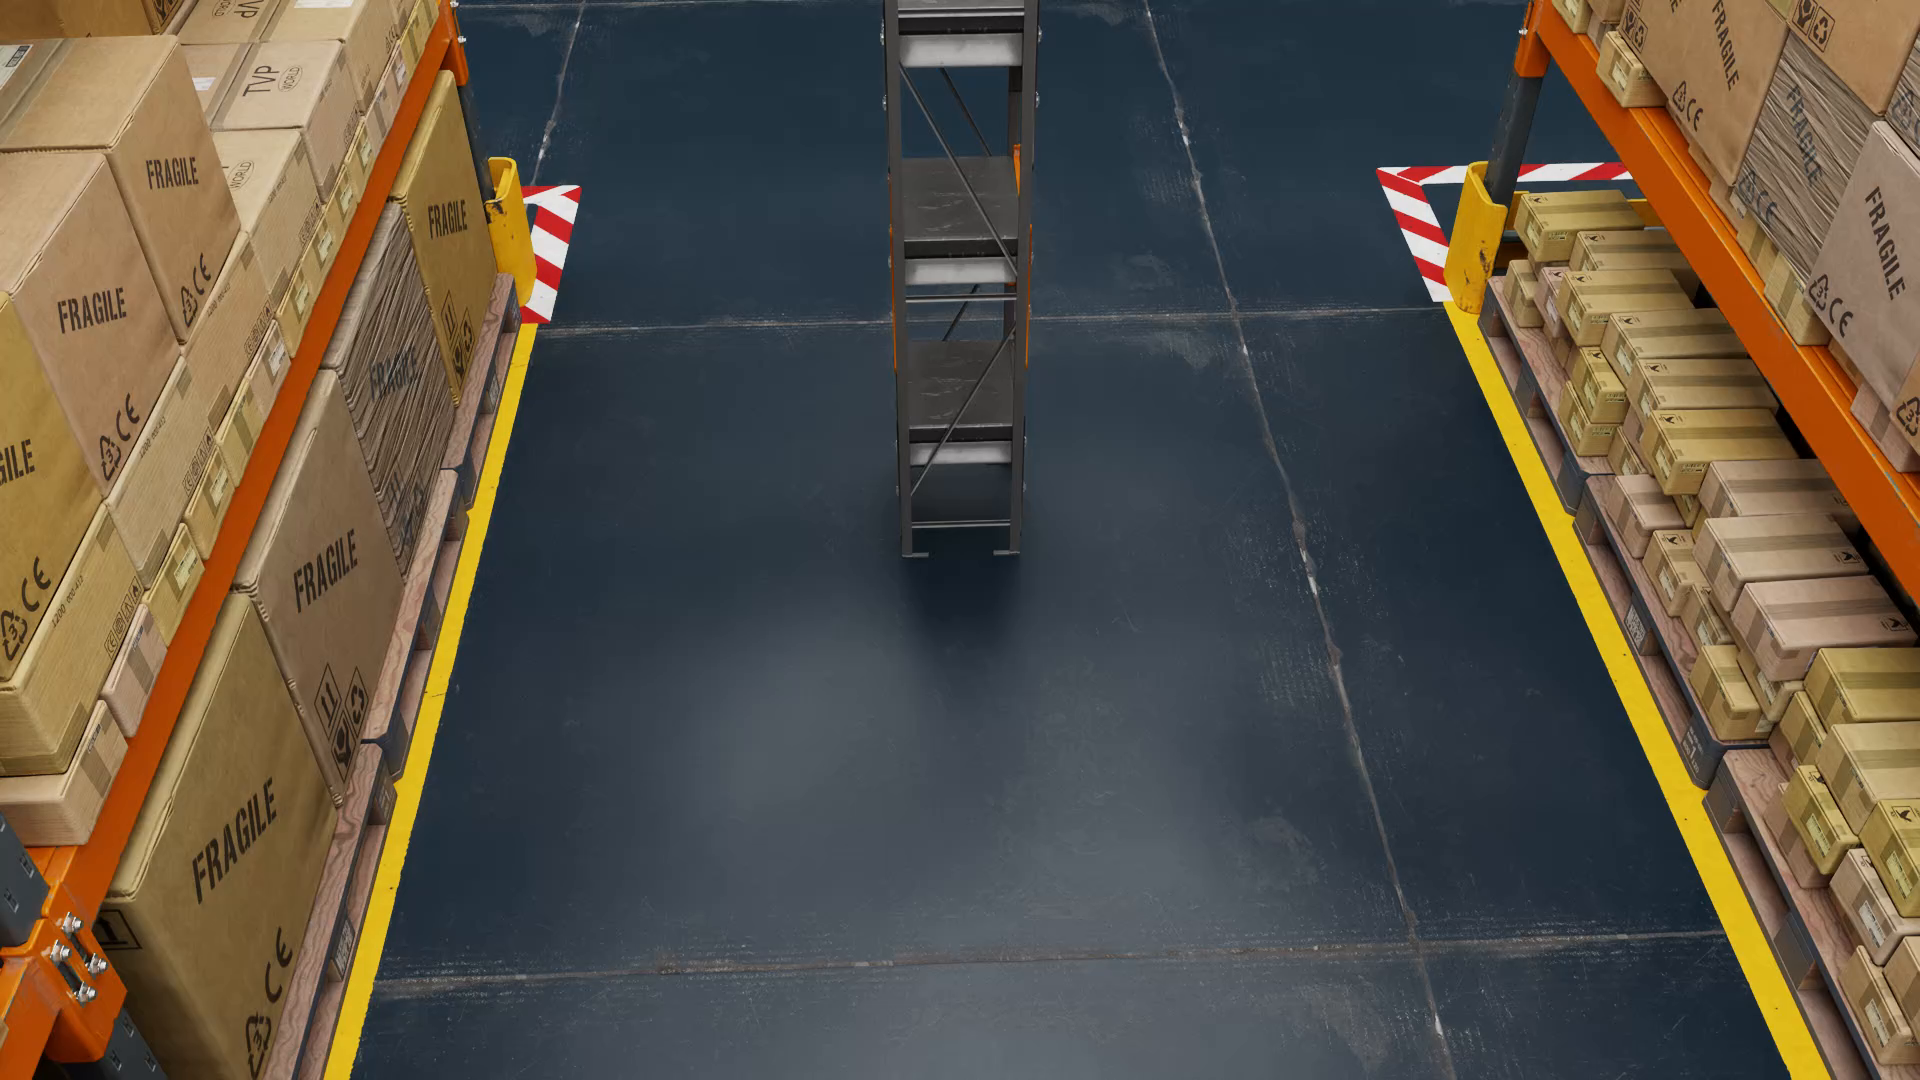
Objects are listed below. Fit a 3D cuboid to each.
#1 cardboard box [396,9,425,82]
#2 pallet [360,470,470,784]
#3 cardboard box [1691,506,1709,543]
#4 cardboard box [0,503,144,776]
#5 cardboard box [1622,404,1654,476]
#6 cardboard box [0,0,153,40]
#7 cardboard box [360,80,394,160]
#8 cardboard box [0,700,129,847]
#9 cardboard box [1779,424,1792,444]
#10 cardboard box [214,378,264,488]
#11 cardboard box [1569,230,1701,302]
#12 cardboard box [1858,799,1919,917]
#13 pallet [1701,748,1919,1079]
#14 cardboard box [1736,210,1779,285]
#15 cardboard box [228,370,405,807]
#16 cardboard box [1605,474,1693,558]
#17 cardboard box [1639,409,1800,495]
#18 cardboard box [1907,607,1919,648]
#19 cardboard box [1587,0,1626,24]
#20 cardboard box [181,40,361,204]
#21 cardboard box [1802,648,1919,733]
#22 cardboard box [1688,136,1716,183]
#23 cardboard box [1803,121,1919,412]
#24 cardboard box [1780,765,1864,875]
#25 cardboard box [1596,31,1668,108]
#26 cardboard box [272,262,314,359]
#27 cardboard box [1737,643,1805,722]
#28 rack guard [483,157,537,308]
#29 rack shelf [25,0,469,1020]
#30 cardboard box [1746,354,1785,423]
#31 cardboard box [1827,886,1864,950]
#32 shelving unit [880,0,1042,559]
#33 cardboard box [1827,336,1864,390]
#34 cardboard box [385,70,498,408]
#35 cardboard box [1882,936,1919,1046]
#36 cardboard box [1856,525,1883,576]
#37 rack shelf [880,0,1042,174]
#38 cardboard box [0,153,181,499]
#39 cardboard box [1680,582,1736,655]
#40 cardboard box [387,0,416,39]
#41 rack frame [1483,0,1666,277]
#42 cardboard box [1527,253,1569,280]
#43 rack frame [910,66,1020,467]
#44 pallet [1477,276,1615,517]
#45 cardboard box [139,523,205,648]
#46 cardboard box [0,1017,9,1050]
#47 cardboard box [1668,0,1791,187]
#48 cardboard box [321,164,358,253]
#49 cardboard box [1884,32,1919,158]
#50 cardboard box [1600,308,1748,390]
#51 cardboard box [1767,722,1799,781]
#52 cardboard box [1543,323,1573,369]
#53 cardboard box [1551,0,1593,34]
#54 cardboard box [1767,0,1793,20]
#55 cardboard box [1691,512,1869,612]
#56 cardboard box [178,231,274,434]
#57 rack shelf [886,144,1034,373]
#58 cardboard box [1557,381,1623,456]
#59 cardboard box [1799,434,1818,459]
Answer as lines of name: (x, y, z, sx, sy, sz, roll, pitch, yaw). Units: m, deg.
cardboard box: (-1.997, -1.631, 5.495, 0.380, 0.149, 0.250, -1, 43, -1)
pallet: (-2.193, 0.257, 5.313, 1.003, 0.211, 1.213, -2, 43, -2)
cardboard box: (2.489, 0.010, 5.098, 0.380, 0.149, 0.250, 0, 43, 0)
cardboard box: (-1.942, 0.192, 3.212, 0.500, 0.250, 0.500, -2, 43, -3)
cardboard box: (2.434, -0.354, 5.496, 0.380, 0.149, 0.250, -4, 43, -4)
cardboard box: (-2.554, -1.442, 4.439, 0.500, 0.500, 0.500, -3, 43, -3)
cardboard box: (-1.978, -1.292, 5.126, 0.380, 0.149, 0.250, -1, 43, -1)
cardboard box: (-1.864, 0.454, 3.221, 0.380, 0.149, 0.250, -2, 43, -2)
cardboard box: (2.971, -0.270, 5.624, 0.380, 0.149, 0.250, -3, 43, -4)
cardboard box: (-1.911, -0.251, 3.990, 0.380, 0.149, 0.250, -2, 43, -2)
cardboard box: (2.421, -0.981, 5.959, 0.380, 0.149, 0.250, -1, 43, -1)
cardboard box: (2.450, 0.769, 4.050, 0.380, 0.149, 0.250, -1, 43, -1)
pallet: (2.712, 1.072, 4.424, 1.003, 0.211, 1.213, -2, 43, -2)
cardboard box: (2.409, -0.832, 4.623, 0.380, 0.149, 0.250, 0, 43, 0)
cardboard box: (-2.170, 0.144, 4.635, 0.875, 0.875, 0.875, -2, 43, -2)
cardboard box: (2.350, -0.087, 5.424, 0.380, 0.149, 0.250, -4, 43, -4)
cardboard box: (2.364, -0.276, 5.190, 0.380, 0.149, 0.250, -1, 43, -1)
cardboard box: (2.937, 0.329, 4.750, 0.380, 0.149, 0.250, 0, 43, 0)
cardboard box: (2.349, -2.039, 5.461, 0.500, 0.500, 0.500, 0, 43, 0)
cardboard box: (-2.025, -1.179, 4.707, 0.500, 0.250, 0.500, -3, 43, -3)
cardboard box: (2.499, 0.424, 4.426, 0.380, 0.149, 0.250, 0, 43, 0)
cardboard box: (2.437, -1.175, 4.997, 0.380, 0.149, 0.250, -2, 43, -2)
cardboard box: (2.432, -0.655, 3.950, 0.500, 0.500, 0.500, -2, 43, -2)
cardboard box: (2.392, 0.717, 4.327, 0.380, 0.149, 0.250, -3, 43, -3)
cardboard box: (2.302, -1.529, 5.385, 0.380, 0.149, 0.250, -3, 43, -3)
cardboard box: (-1.932, -0.598, 4.369, 0.380, 0.149, 0.250, -3, 43, -3)
cardboard box: (2.449, 0.373, 4.702, 0.380, 0.149, 0.250, -1, 43, -1)
rack guard: (-2.355, -1.225, 6.716, 1.175, 0.500, 0.348, -2, 43, -2)
rack shelf: (-2.269, -0.514, 4.624, 1.077, 0.370, 4.000, -2, 43, -2)
cardboard box: (2.846, -0.534, 5.692, 0.380, 0.149, 0.250, -2, 43, -2)
cardboard box: (2.491, 0.960, 4.282, 0.380, 0.149, 0.250, -1, 43, -1)
shelving unit: (-0.007, -0.886, 5.162, 0.431, 2.100, 0.503, -2, 43, -2)
cardboard box: (2.473, -0.481, 4.240, 0.380, 0.149, 0.250, -2, 43, -2)
cardboard box: (-2.247, -1.072, 5.961, 0.875, 0.875, 0.875, -2, 43, -2)
cardboard box: (2.445, 1.079, 3.931, 0.380, 0.149, 0.250, -1, 43, -1)
cardboard box: (3.004, -0.011, 5.121, 0.380, 0.149, 0.250, -1, 43, -1)
rack shelf: (-0.007, -1.392, 4.699, 0.431, 0.518, 0.480, -2, 43, -2)
cardboard box: (-1.962, -0.424, 3.328, 0.500, 0.500, 0.500, -2, 43, -2)
cardboard box: (2.431, 0.261, 5.045, 0.380, 0.149, 0.250, -1, 43, -1)
cardboard box: (-2.068, -1.865, 5.455, 0.500, 0.250, 0.500, -2, 43, -2)
rack frame: (2.606, -2.204, 5.934, 1.000, 3.000, 0.127, -2, 43, -2)
cardboard box: (2.372, -1.056, 6.261, 0.380, 0.149, 0.250, 0, 43, 0)
rack frame: (-0.017, -1.051, 5.342, 0.400, 2.100, 0.015, -2, 43, -2)
pallet: (2.608, -0.575, 6.221, 1.003, 0.211, 1.213, -2, 43, -2)
cardboard box: (-1.887, 0.099, 3.608, 0.380, 0.149, 0.250, 0, 43, 0)
cardboard box: (-1.891, 0.842, 2.538, 0.500, 0.500, 0.500, -2, 43, -2)
cardboard box: (2.405, -1.348, 4.706, 0.500, 0.500, 0.500, -1, 43, -1)
cardboard box: (-1.953, -0.942, 4.743, 0.380, 0.149, 0.250, -1, 43, -2)
cardboard box: (2.451, -1.023, 3.612, 0.500, 0.500, 0.500, -1, 43, -1)
cardboard box: (2.397, -0.642, 5.589, 0.380, 0.149, 0.250, -4, 43, -4)
cardboard box: (2.526, 0.602, 4.672, 0.380, 0.149, 0.250, -3, 43, -3)
cardboard box: (2.401, -0.771, 6.170, 0.380, 0.149, 0.250, -2, 43, -2)
cardboard box: (2.292, -1.883, 5.771, 0.380, 0.149, 0.250, -2, 43, -2)
cardboard box: (2.387, -1.716, 4.368, 0.500, 0.500, 0.500, -3, 43, -3)
cardboard box: (2.372, 0.062, 4.821, 0.380, 0.149, 0.250, -3, 43, -3)
cardboard box: (-1.986, -0.494, 3.960, 0.500, 0.250, 0.500, -1, 43, -1)
rack shelf: (-0.007, -0.876, 5.172, 0.431, 0.518, 0.480, -2, 43, -2)
cardboard box: (2.320, -0.427, 5.795, 0.380, 0.149, 0.250, -1, 43, -1)
cardboard box: (2.888, -0.297, 5.213, 0.380, 0.149, 0.250, -3, 43, -3)
